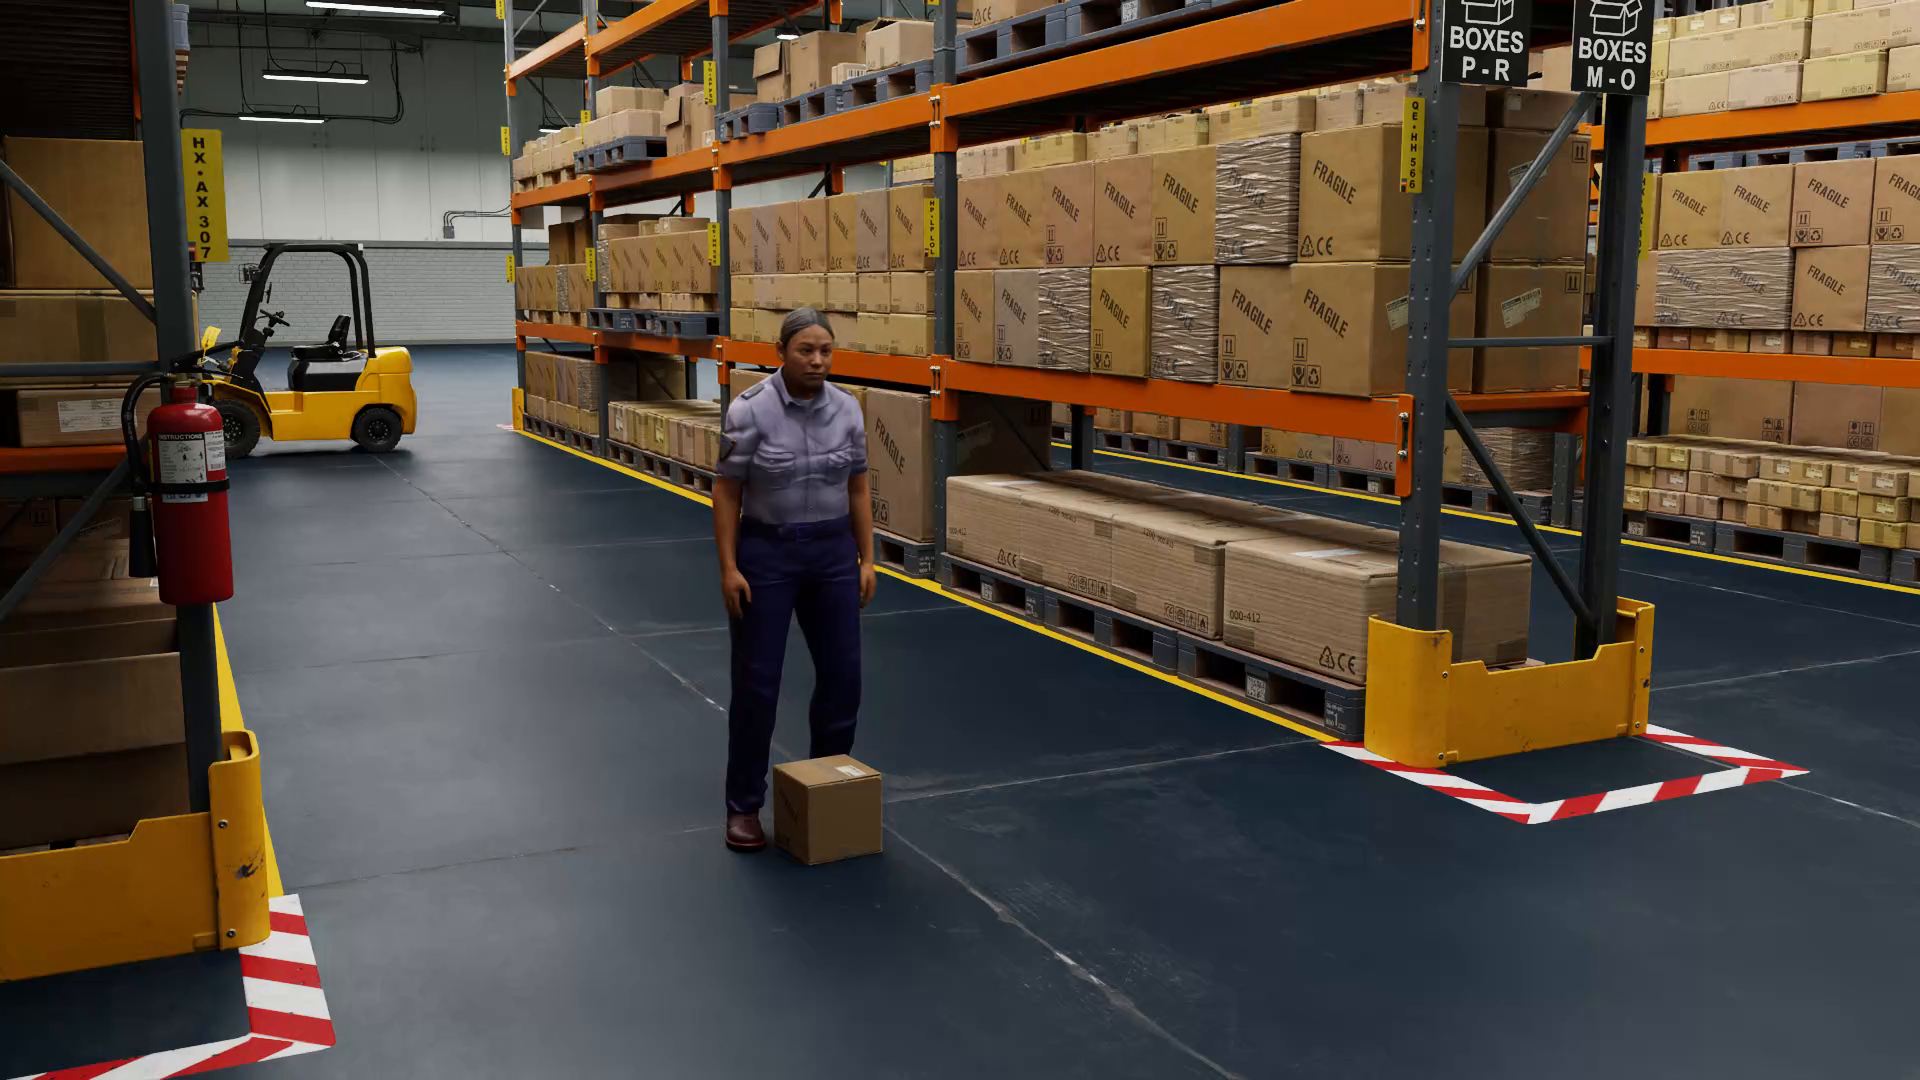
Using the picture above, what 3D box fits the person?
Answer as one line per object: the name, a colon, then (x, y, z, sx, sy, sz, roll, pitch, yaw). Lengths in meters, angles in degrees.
person: (-0.518, 0.101, 5.208, 0.541, 1.652, 0.368, -4, 10, -26)
